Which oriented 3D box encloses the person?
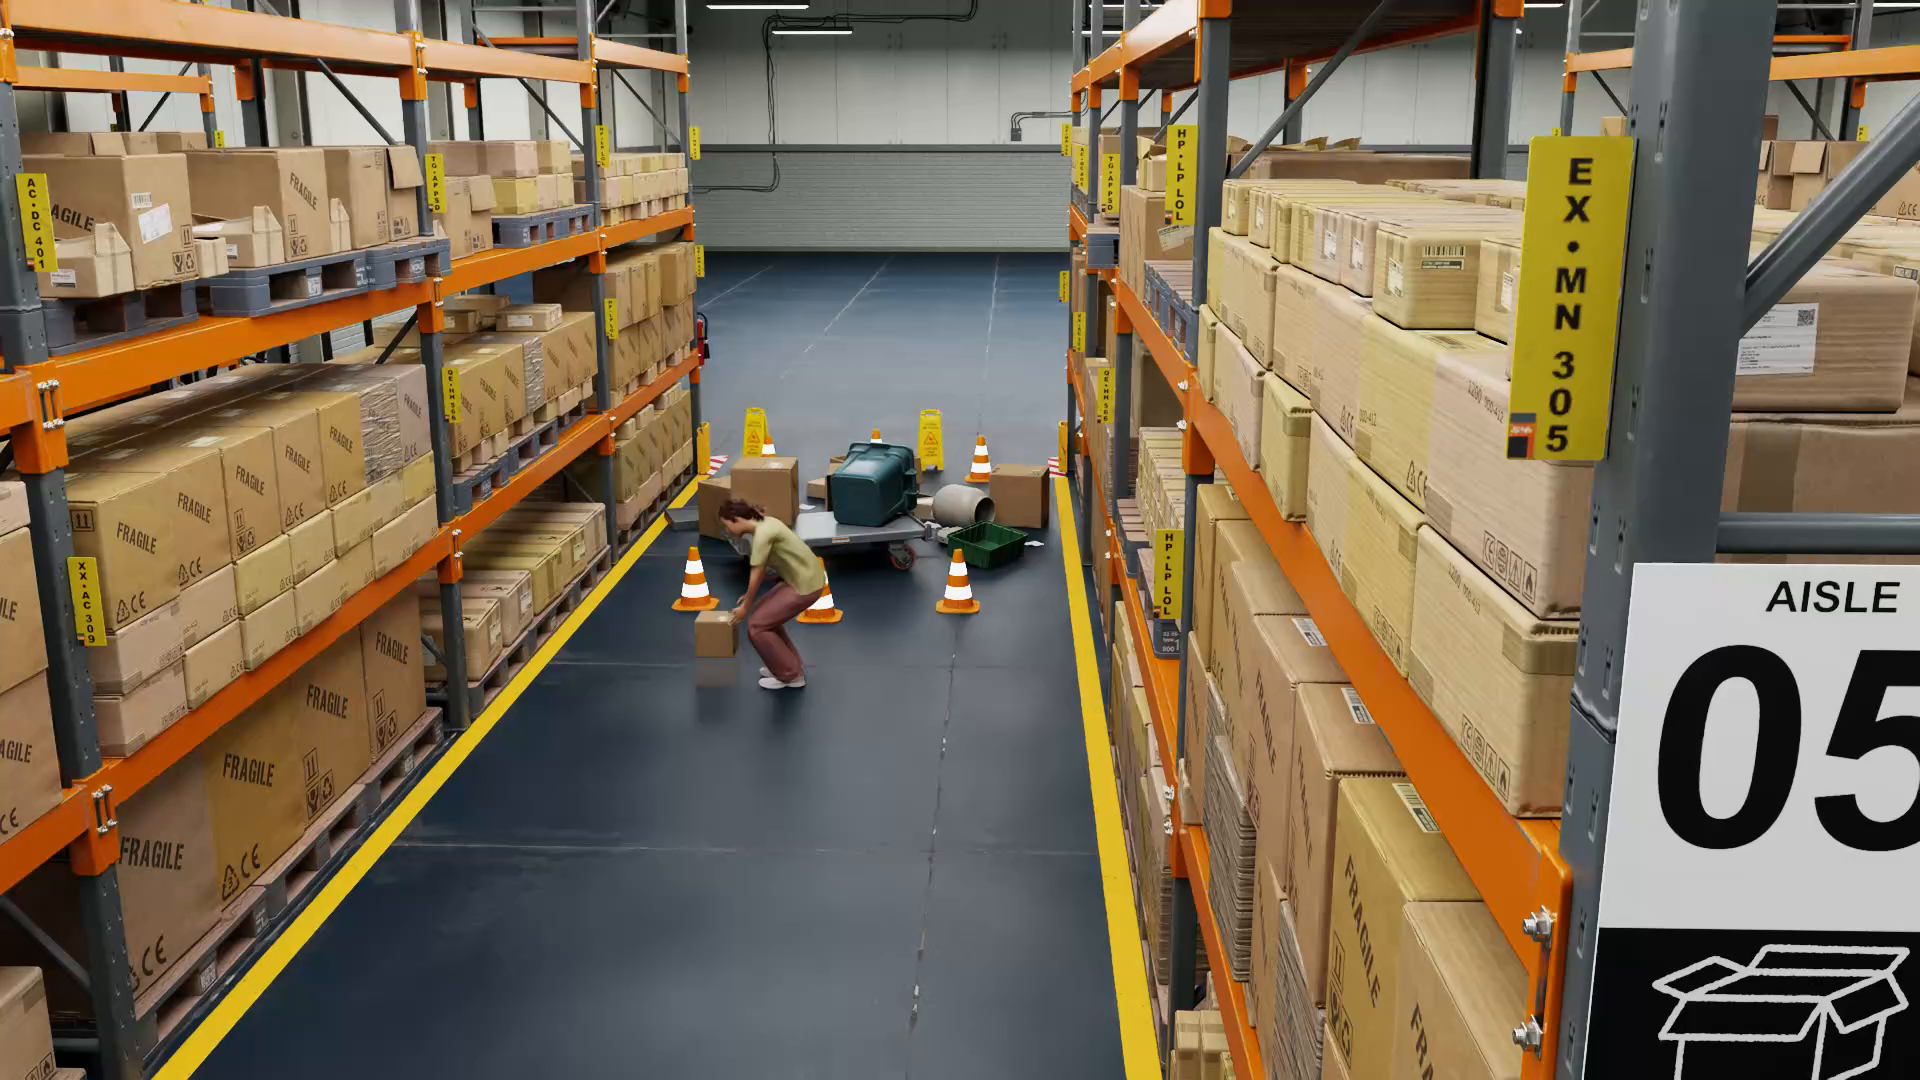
[{"bbox_3d":[-1.233,0.339,10.972,0.692,1.278,0.512,0,14,2],"label":"person"}]
